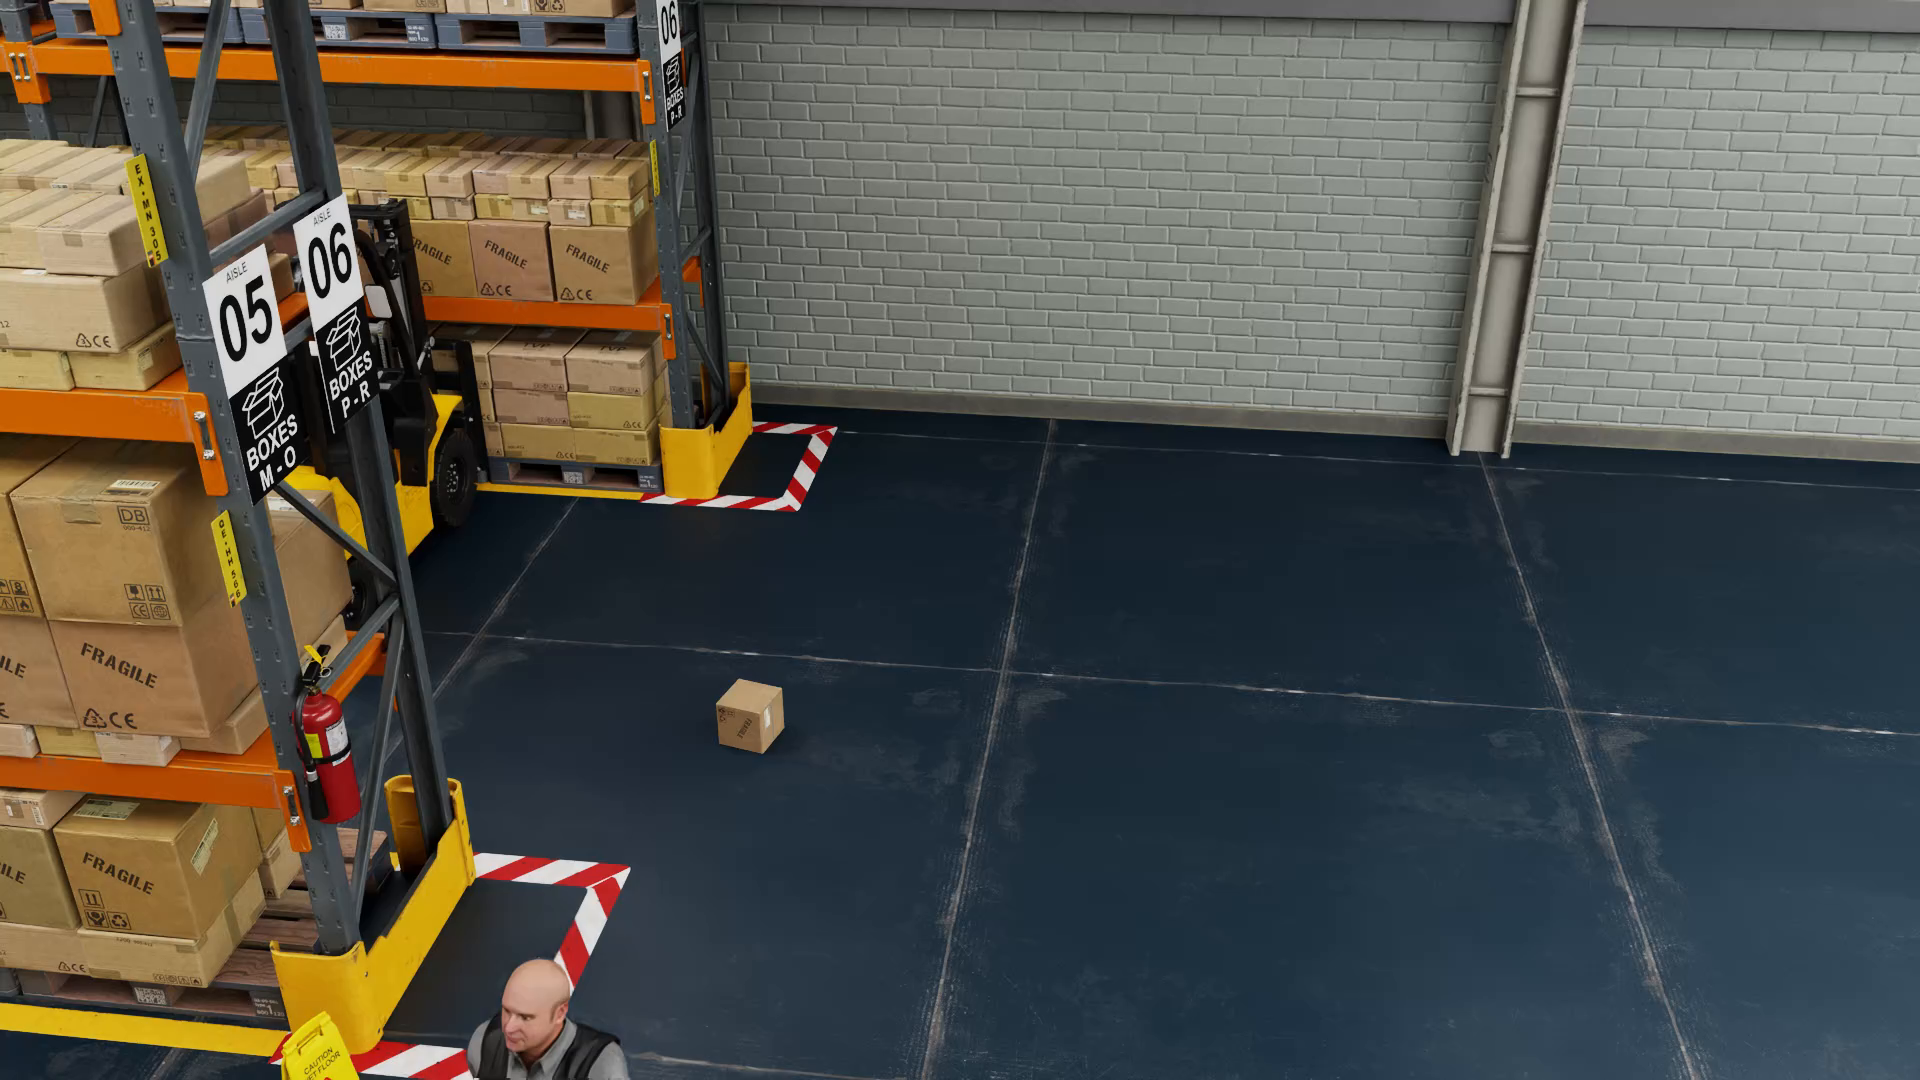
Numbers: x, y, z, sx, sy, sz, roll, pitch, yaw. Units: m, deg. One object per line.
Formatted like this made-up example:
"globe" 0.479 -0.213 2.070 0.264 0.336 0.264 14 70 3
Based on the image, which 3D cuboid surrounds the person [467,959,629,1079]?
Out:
"person" -1.198 2.012 4.935 0.538 1.781 0.646 5 29 10
